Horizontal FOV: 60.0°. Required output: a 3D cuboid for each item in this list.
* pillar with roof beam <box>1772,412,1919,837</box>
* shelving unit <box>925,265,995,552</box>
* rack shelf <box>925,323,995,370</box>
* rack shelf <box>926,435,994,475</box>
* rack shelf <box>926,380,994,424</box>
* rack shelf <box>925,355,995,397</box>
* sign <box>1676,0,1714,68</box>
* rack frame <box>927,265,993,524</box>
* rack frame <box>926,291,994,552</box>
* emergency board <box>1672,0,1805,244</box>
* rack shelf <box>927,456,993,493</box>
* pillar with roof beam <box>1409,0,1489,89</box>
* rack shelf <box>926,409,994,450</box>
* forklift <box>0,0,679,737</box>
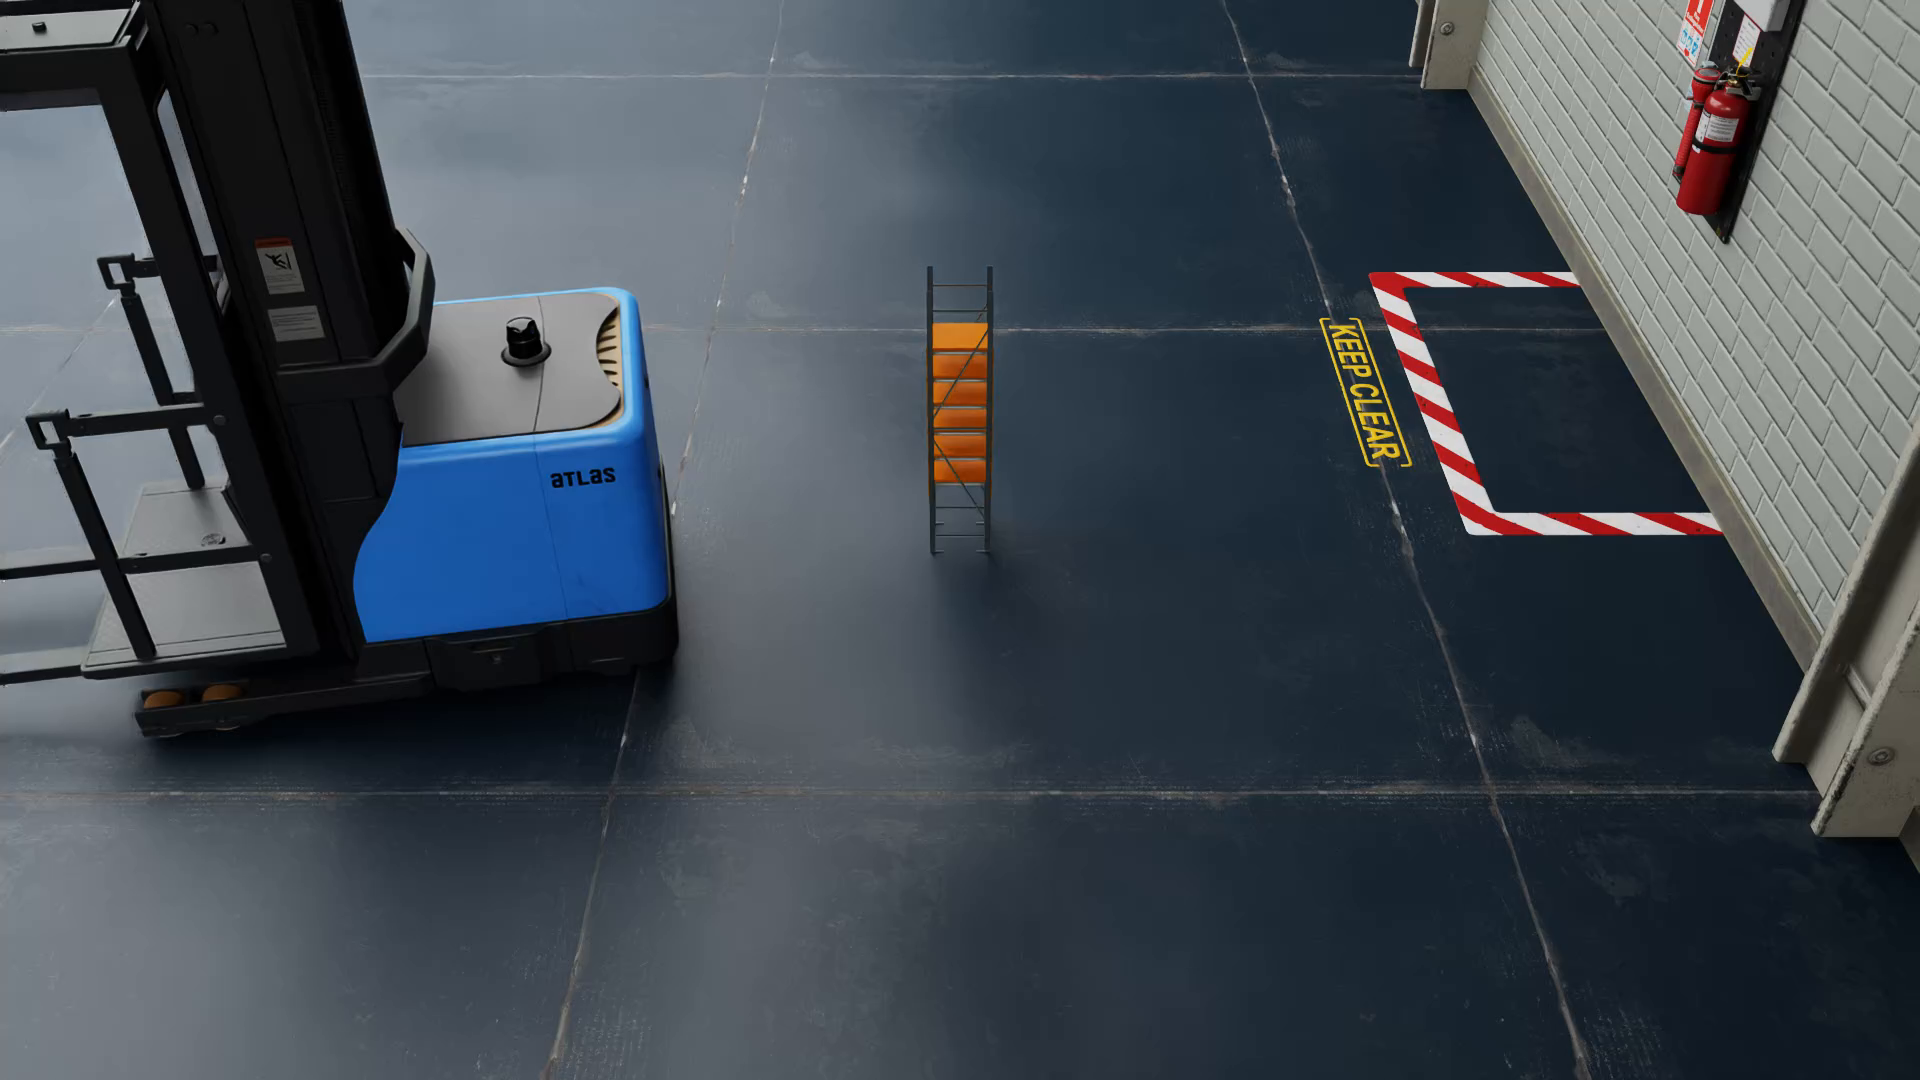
[{"bbox_3d":[-1.307,-2.648,2.858,9.100,9.000,0.400,0,39,0],"label":"pillar with roof beam"},{"bbox_3d":[0.000,-0.477,6.386,0.258,1.200,0.189,0,39,0],"label":"shelving unit"},{"bbox_3d":[0.000,-0.724,6.189,0.258,0.103,0.180,0,39,0],"label":"rack shelf"},{"bbox_3d":[0.000,-0.349,6.489,0.258,0.103,0.180,0,39,0],"label":"rack shelf"},{"bbox_3d":[0.000,-0.536,6.339,0.258,0.103,0.180,0,39,0],"label":"rack shelf"},{"bbox_3d":[0.000,-0.630,6.264,0.258,0.103,0.180,0,39,0],"label":"rack shelf"},{"bbox_3d":[3.136,-2.215,7.087,0.001,0.329,0.234,0,39,0],"label":"sign"},{"bbox_3d":[0.000,-0.534,6.457,0.240,1.200,0.006,0,39,0],"label":"rack frame"},{"bbox_3d":[0.000,-0.420,6.315,0.240,1.200,0.006,0,39,0],"label":"rack frame"},{"bbox_3d":[3.034,-1.855,6.667,0.194,1.169,0.643,0,39,0],"label":"emergency board"},{"bbox_3d":[0.000,-0.255,6.564,0.258,0.103,0.180,0,39,0],"label":"rack shelf"},{"bbox_3d":[-1.314,-6.400,7.540,9.100,9.000,0.400,0,39,0],"label":"pillar with roof beam"},{"bbox_3d":[0.000,-0.443,6.414,0.258,0.103,0.180,0,39,0],"label":"rack shelf"},{"bbox_3d":[-2.608,-0.805,5.411,3.031,2.935,1.130,-6,39,-8],"label":"forklift"}]
